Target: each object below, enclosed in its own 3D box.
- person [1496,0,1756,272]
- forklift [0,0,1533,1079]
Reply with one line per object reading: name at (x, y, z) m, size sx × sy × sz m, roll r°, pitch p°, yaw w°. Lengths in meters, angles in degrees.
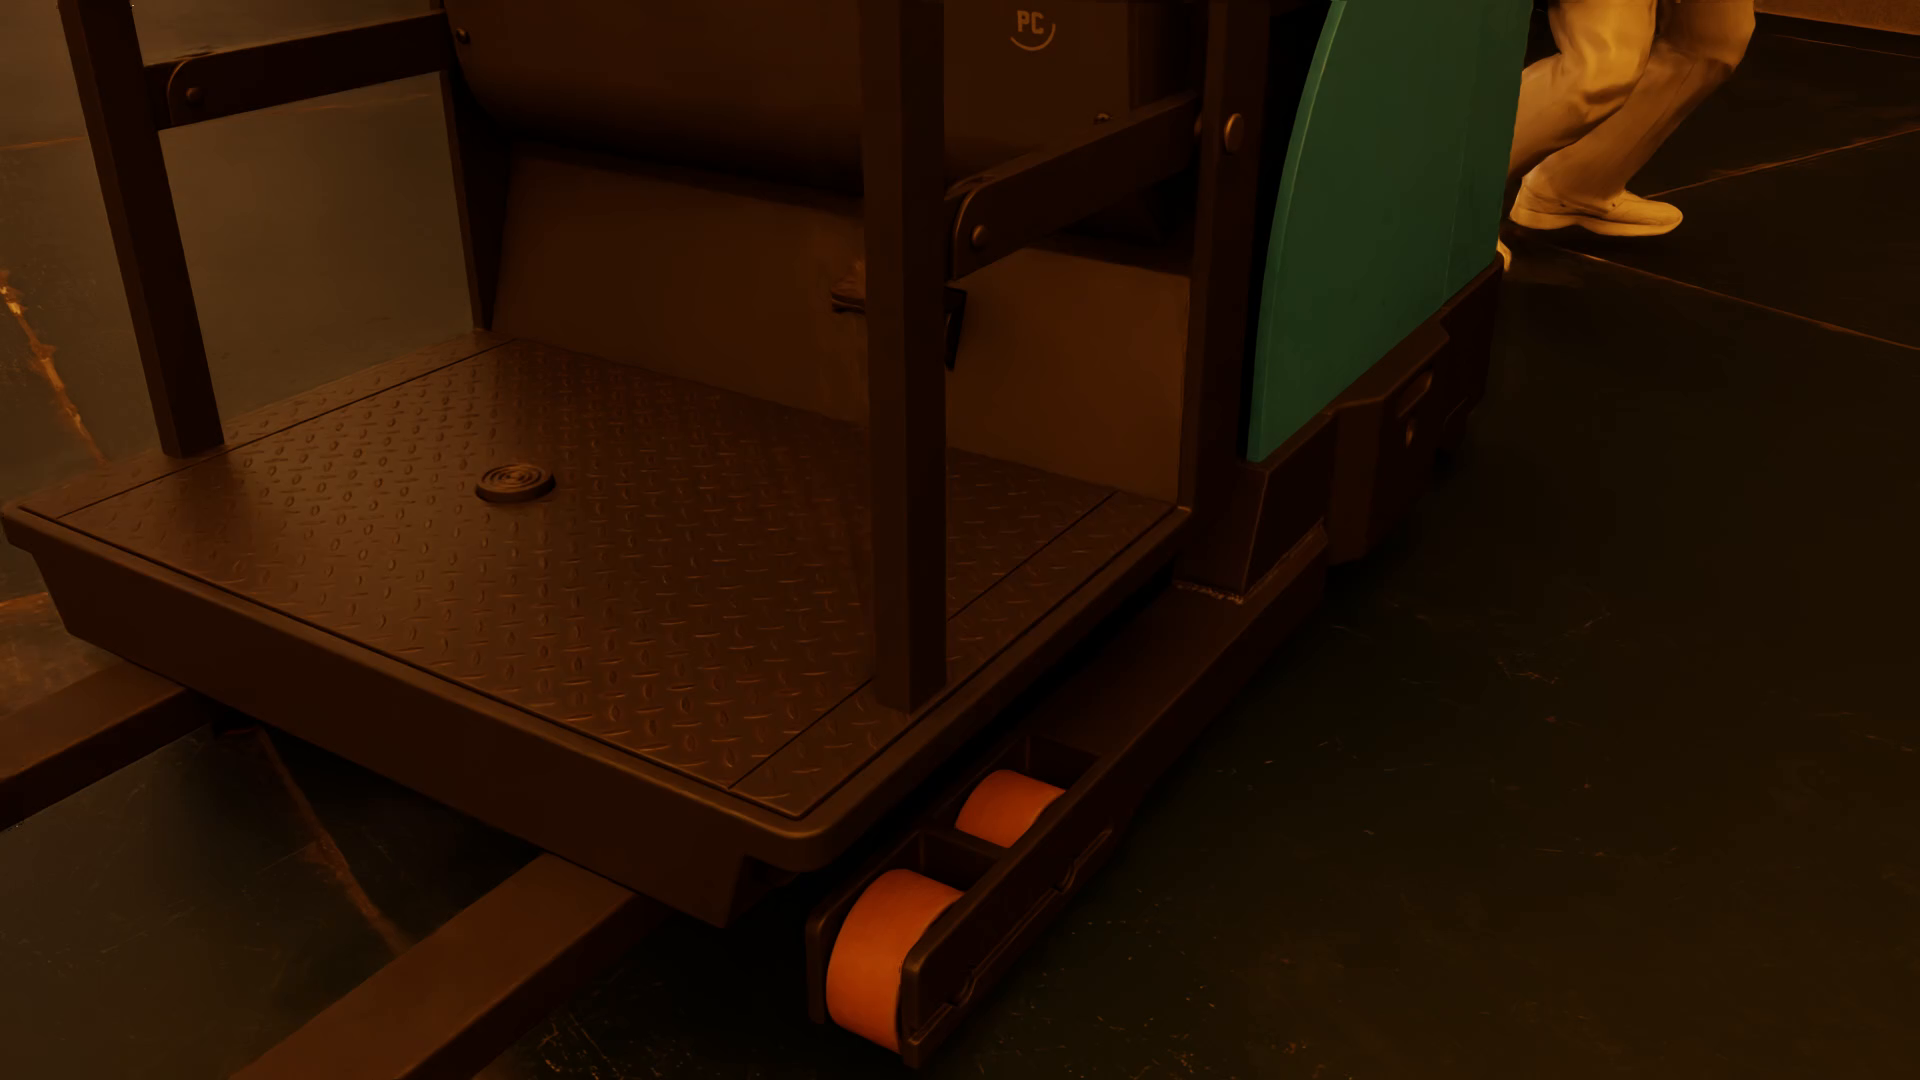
person at (1.277, -1.342, 3.234) m, size 0.942 × 1.658 × 0.572 m, roll -18°, pitch 32°, yaw -32°
forklift at (-0.318, -1.073, 1.371) m, size 1.130 × 2.935 × 3.031 m, roll 16°, pitch 31°, yaw 29°
